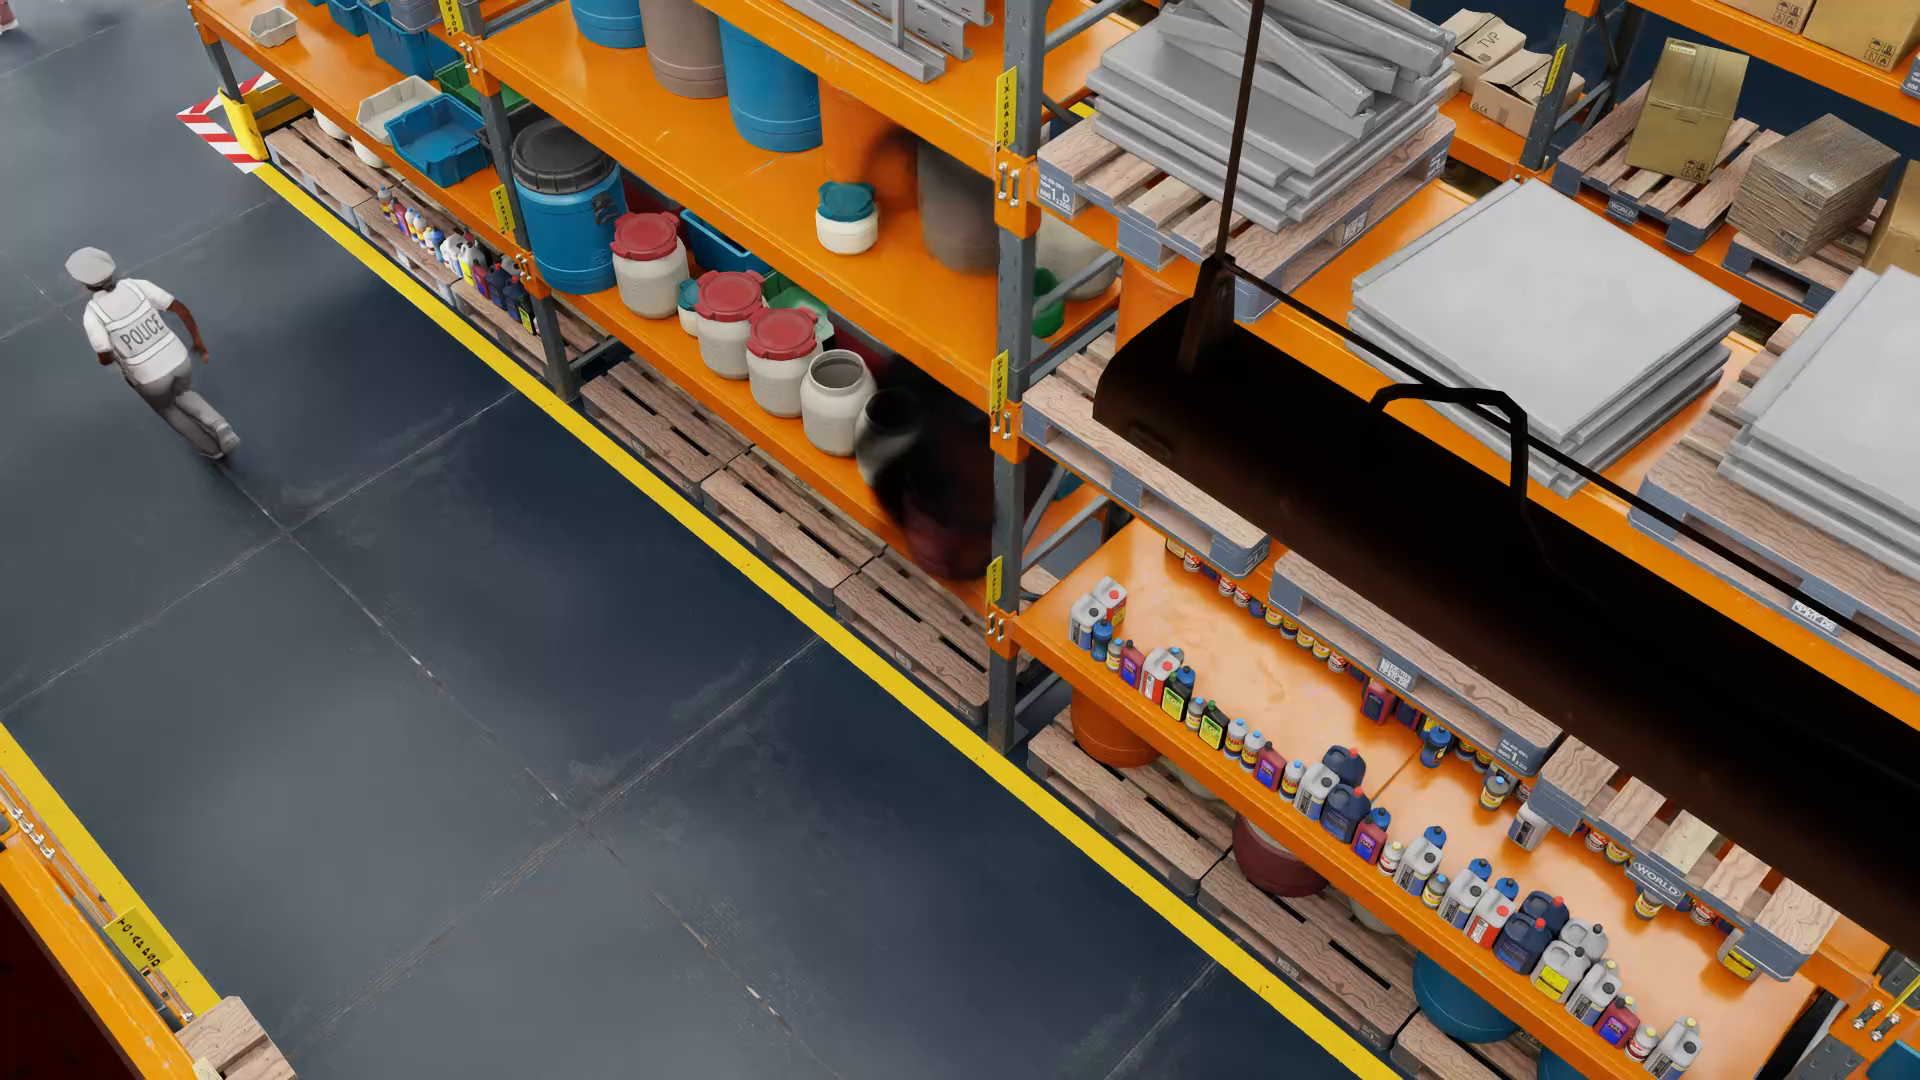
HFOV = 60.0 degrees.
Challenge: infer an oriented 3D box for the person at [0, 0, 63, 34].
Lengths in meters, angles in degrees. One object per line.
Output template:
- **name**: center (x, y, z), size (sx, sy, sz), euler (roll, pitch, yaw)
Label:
- **person**: center (-7.811, -4.894, 13.426), size (0.864, 1.654, 0.568), euler (-19, 53, -15)

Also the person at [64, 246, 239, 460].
- **person**: center (-4.919, -1.051, 10.254), size (0.705, 1.616, 0.564), euler (23, 54, 18)
